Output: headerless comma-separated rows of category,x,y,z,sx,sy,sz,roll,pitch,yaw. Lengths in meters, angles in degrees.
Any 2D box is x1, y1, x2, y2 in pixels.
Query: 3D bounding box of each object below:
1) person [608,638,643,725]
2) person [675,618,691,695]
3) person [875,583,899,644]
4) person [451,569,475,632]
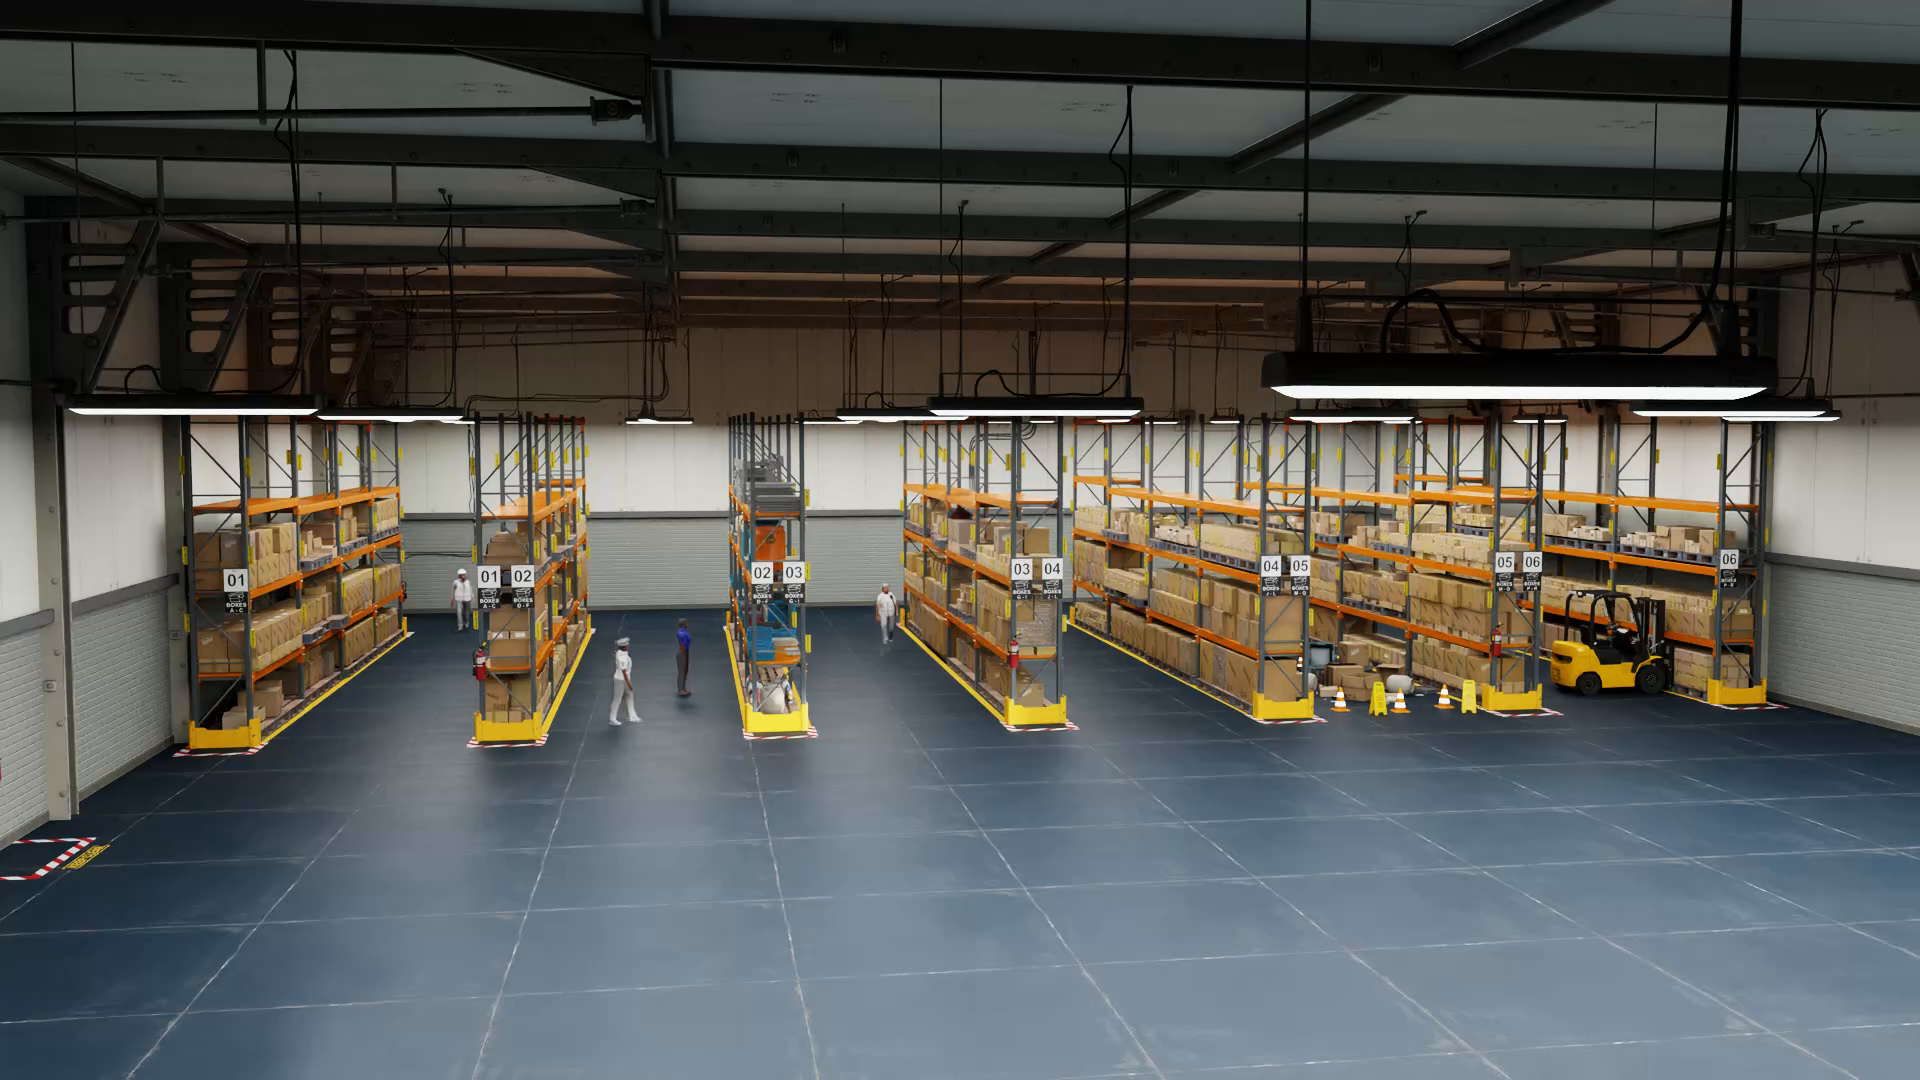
person,-6.472,2.717,32.068,0.558,1.693,0.682,0,4,3
person,-5.908,2.482,35.540,0.348,1.661,0.507,0,4,5
person,-1.836,1.857,41.815,0.573,1.545,1.014,-1,4,-8
person,-13.971,1.681,46.707,0.628,1.724,1.074,-1,4,-21
